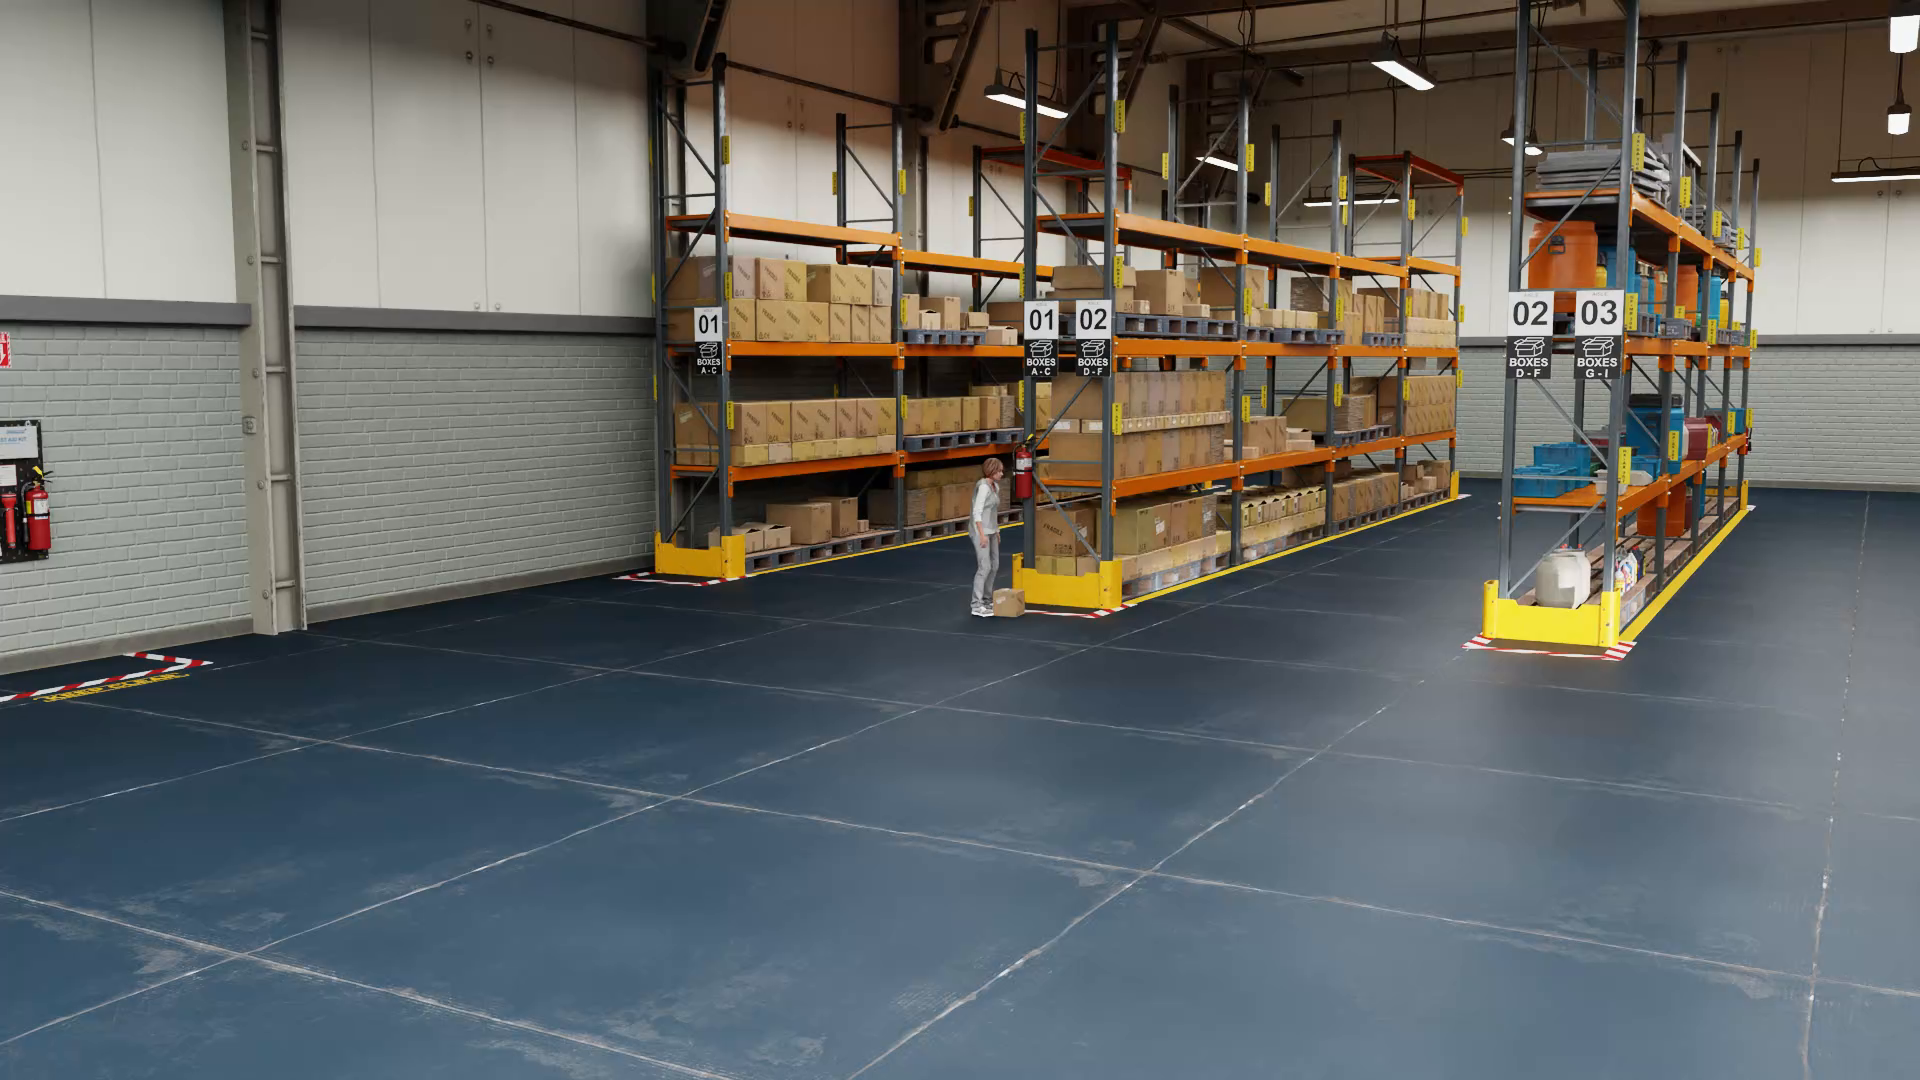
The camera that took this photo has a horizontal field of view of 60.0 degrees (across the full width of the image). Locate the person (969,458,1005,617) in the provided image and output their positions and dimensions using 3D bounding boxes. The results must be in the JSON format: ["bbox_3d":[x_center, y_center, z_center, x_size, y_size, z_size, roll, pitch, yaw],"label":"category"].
[{"bbox_3d":[0.272,-0.039,16.930,0.346,1.593,0.480,3,7,23],"label":"person"}]
